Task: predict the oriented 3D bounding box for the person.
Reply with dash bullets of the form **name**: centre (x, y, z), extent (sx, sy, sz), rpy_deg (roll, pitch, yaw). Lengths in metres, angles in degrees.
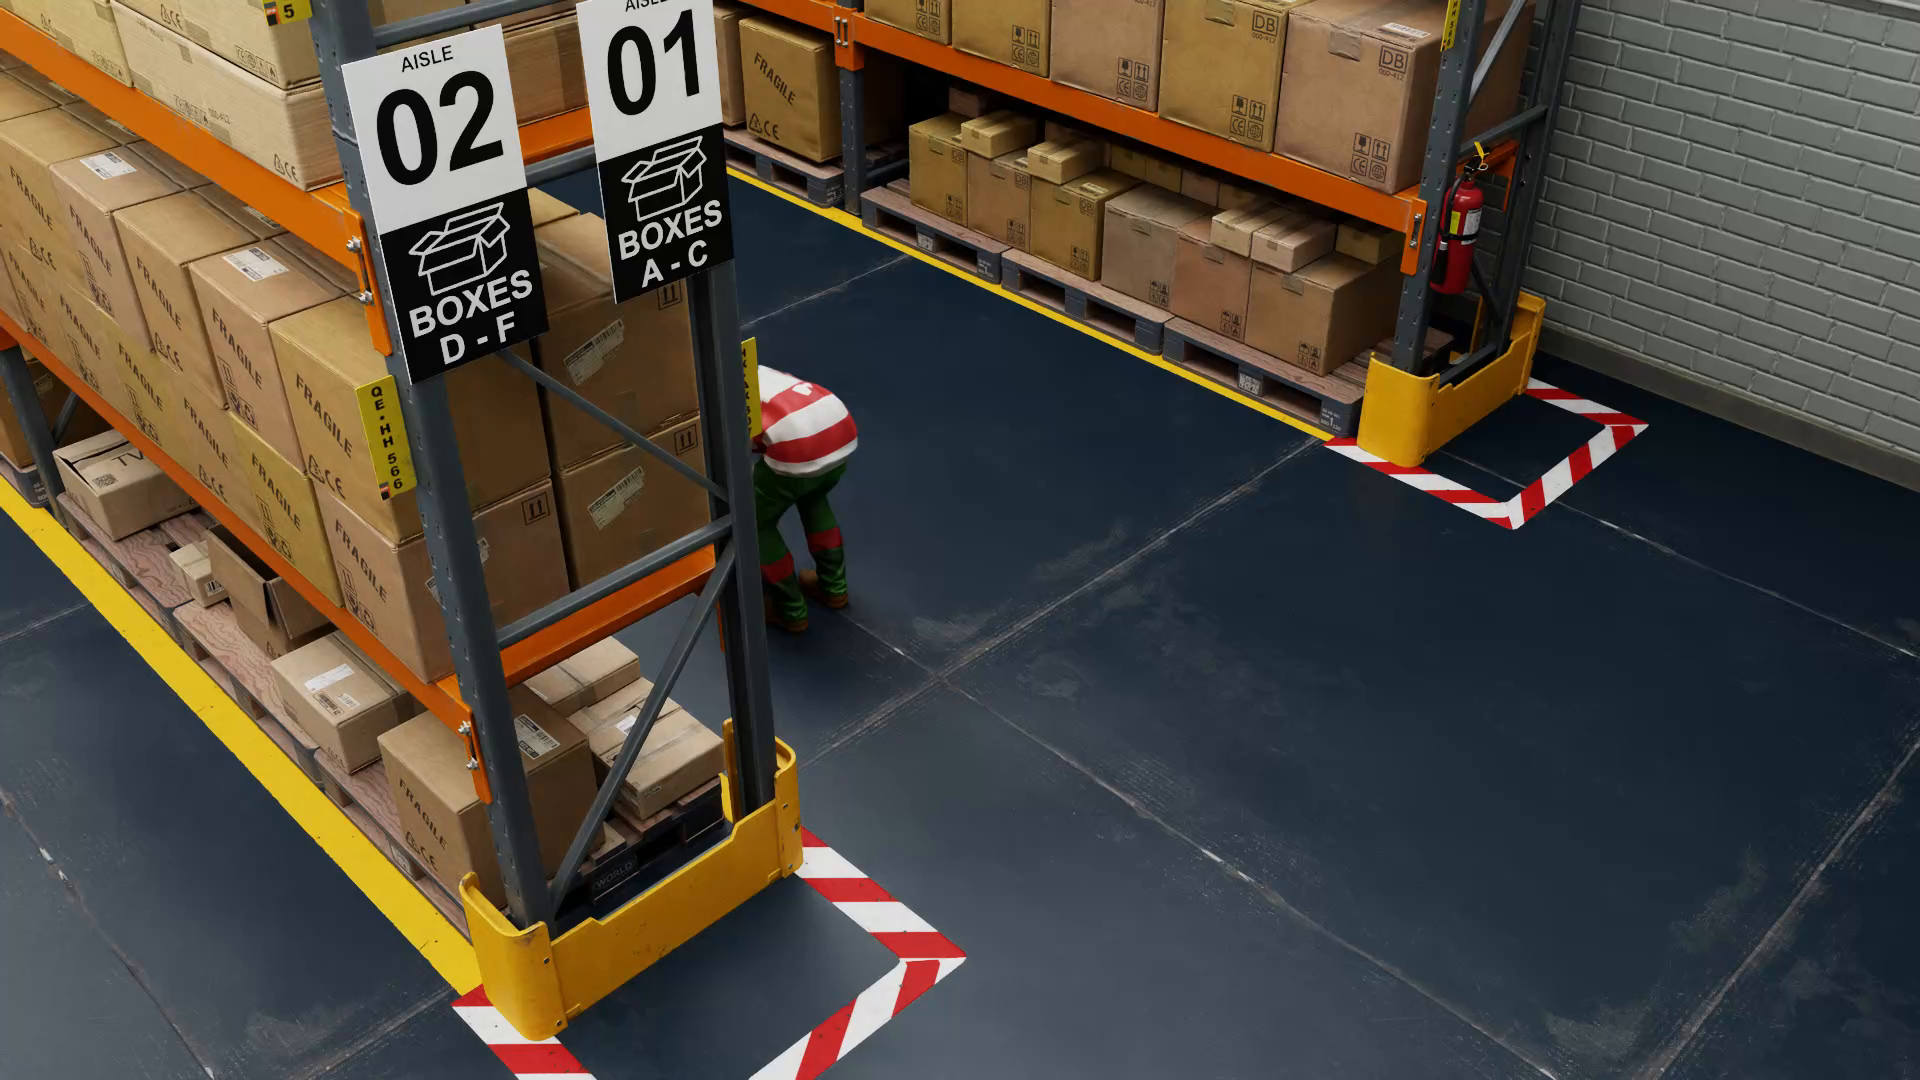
- **person**: centre (-0.845, -0.240, 7.064), extent (0.965, 1.095, 0.506), rpy_deg (28, 44, 34)
